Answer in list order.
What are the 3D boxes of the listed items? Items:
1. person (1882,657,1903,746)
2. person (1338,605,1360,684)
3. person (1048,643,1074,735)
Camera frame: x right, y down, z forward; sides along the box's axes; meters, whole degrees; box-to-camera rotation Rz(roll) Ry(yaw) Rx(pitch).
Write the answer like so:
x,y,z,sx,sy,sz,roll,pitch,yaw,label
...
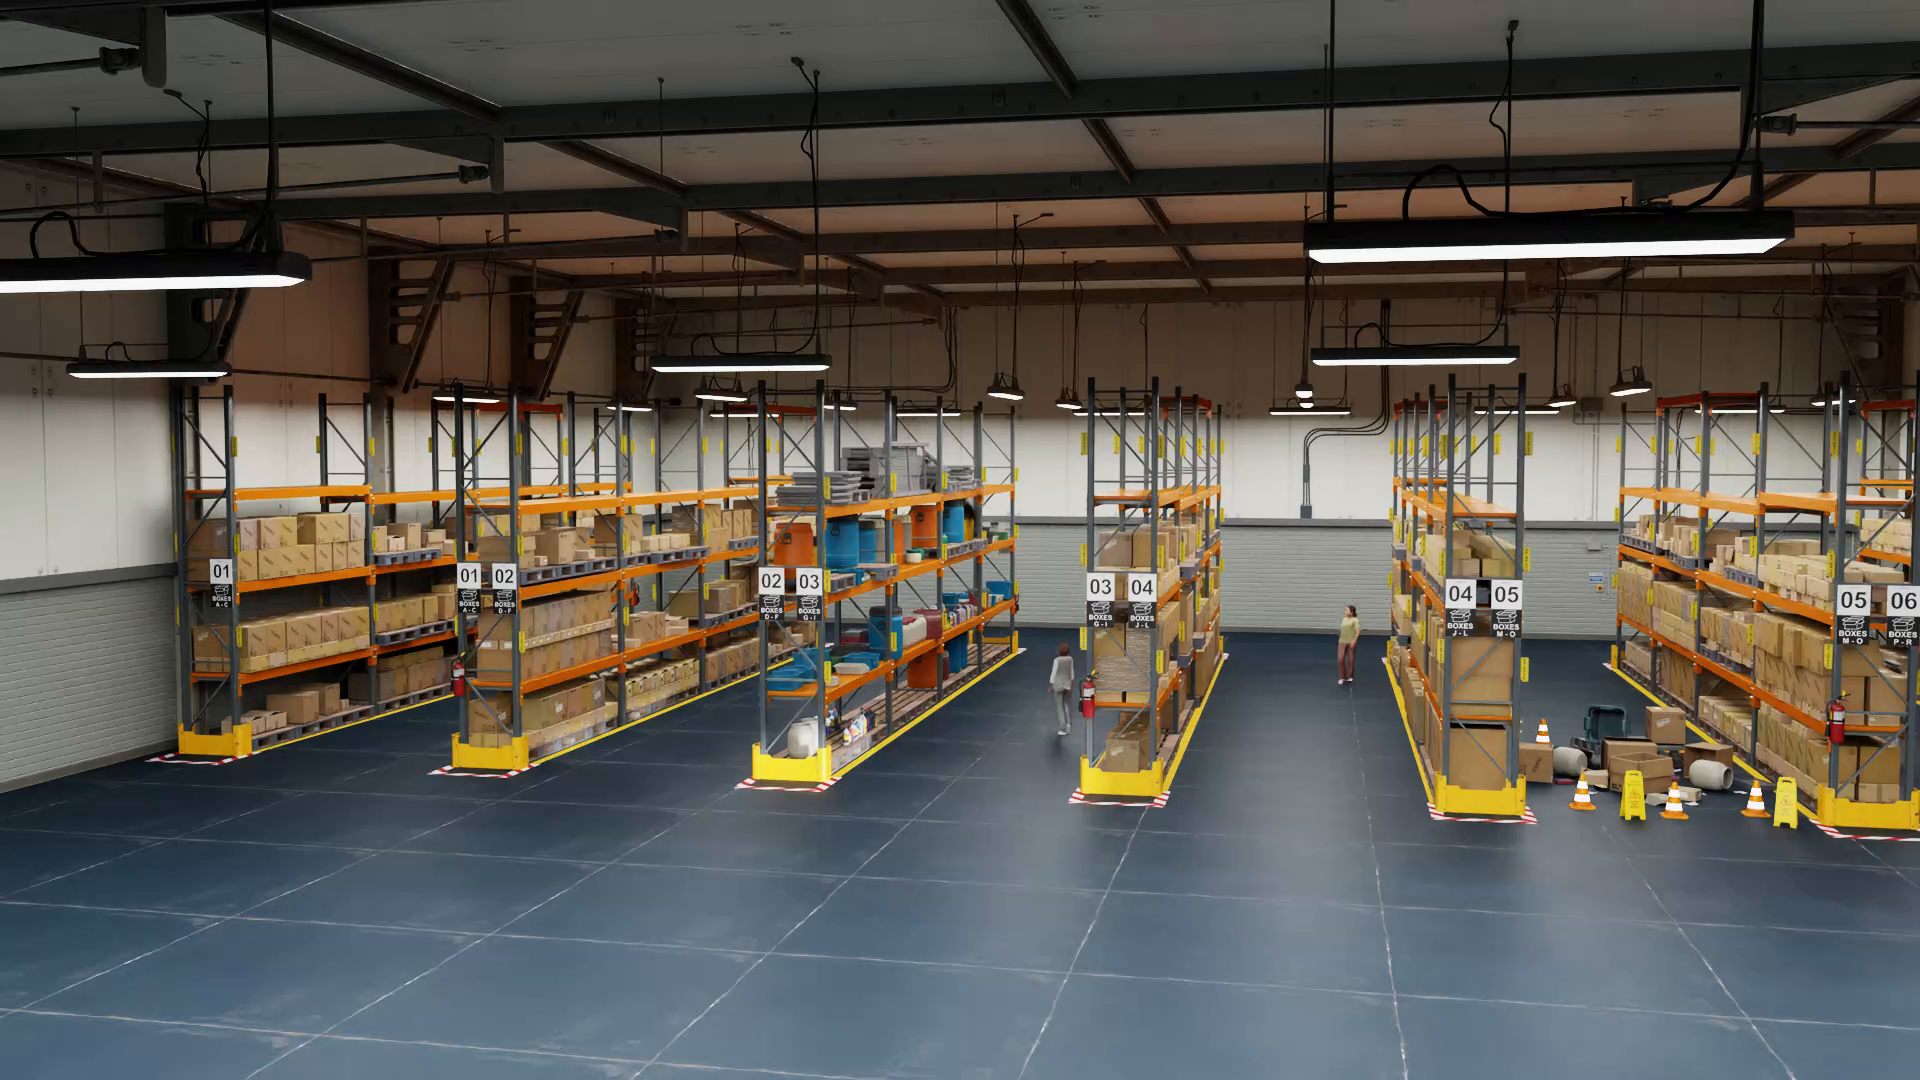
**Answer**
x,y,z,sx,sy,sz,roll,pitch,yaw,label
14.761,2.724,26.335,0.643,1.708,0.612,1,3,16,person
8.231,2.214,35.212,0.462,1.681,0.592,1,3,20,person
1.766,2.592,28.843,0.443,1.603,0.433,-2,4,-27,person
